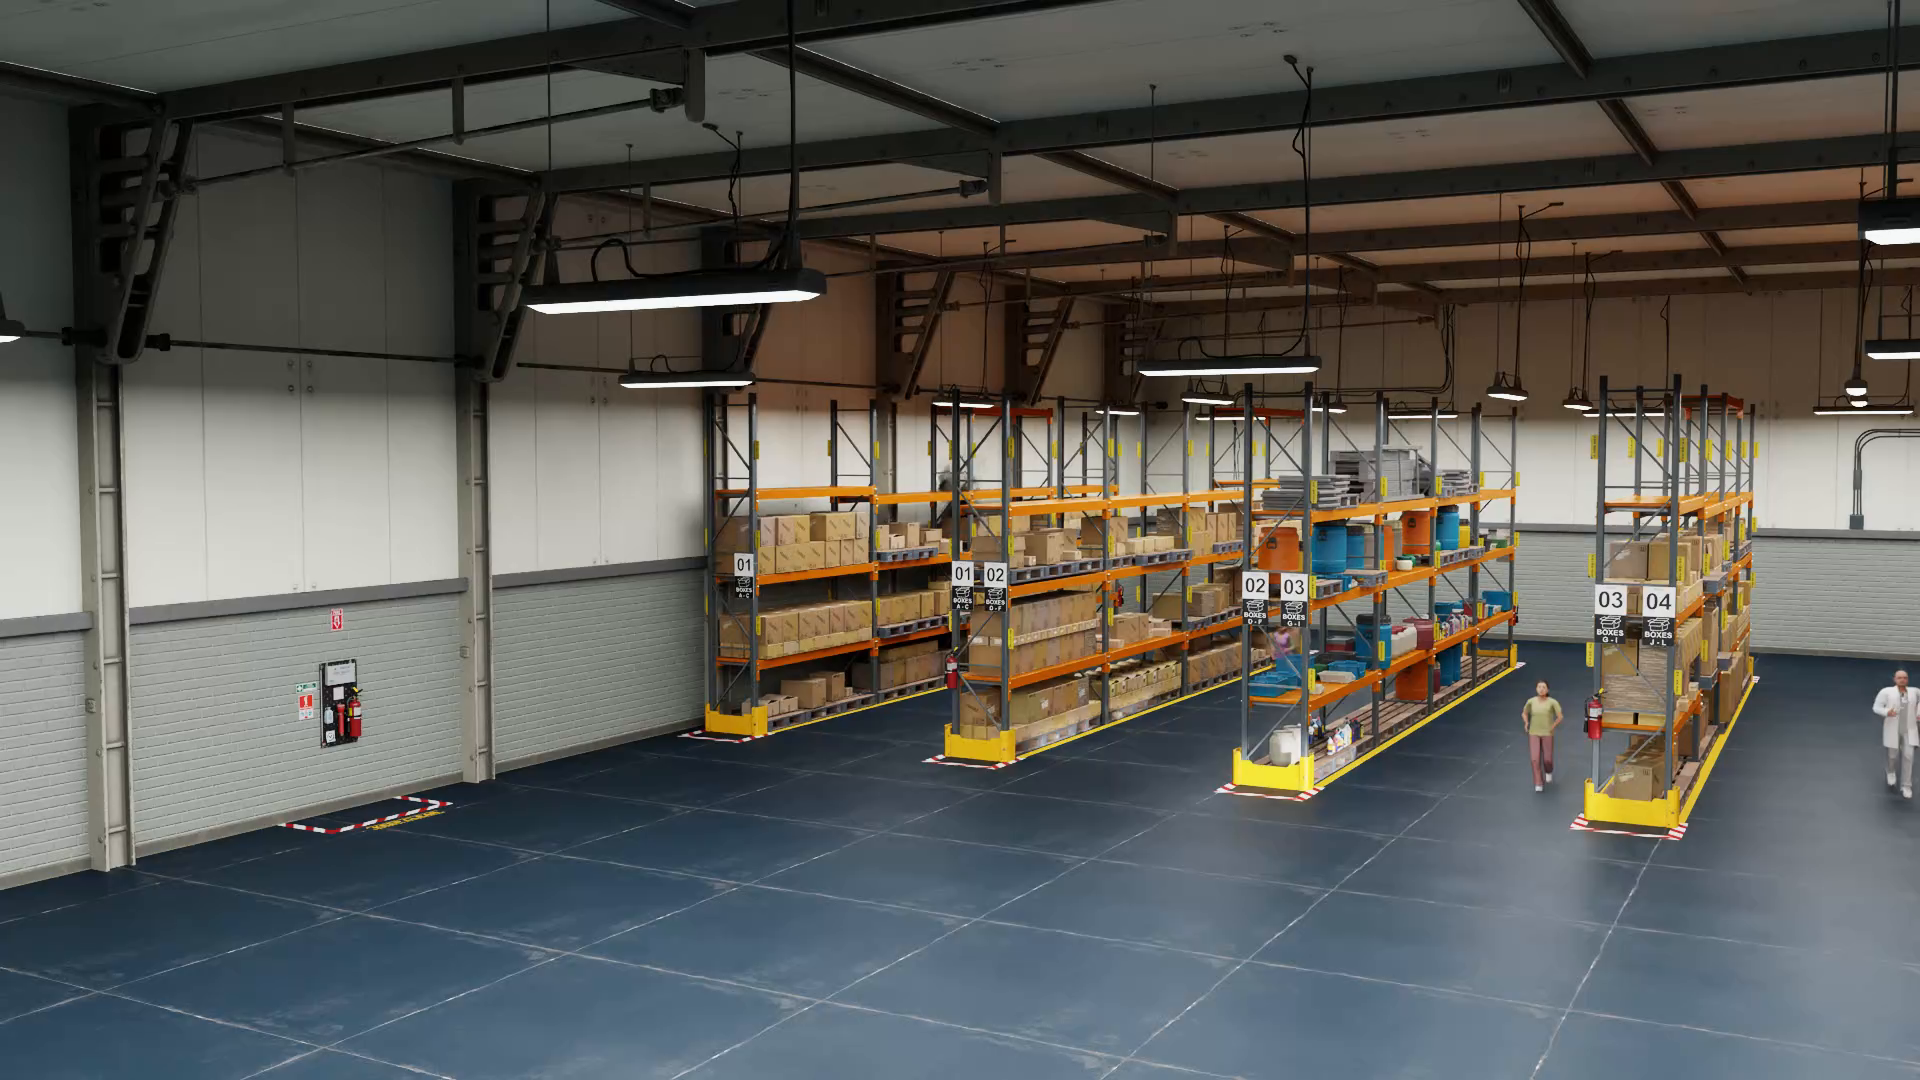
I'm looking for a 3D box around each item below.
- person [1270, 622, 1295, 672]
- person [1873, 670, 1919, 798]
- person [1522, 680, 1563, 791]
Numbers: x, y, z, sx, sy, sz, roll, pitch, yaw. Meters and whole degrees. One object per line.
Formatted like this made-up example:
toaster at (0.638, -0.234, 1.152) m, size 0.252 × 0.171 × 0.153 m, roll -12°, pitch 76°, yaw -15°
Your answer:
person at (6.379, 2.431, 32.981) m, size 0.535 × 1.628 × 0.655 m, roll 1°, pitch 3°, yaw 22°
person at (13.686, 2.784, 24.210) m, size 0.710 × 1.781 × 1.049 m, roll 1°, pitch 3°, yaw 20°
person at (8.565, 2.886, 24.499) m, size 0.580 × 1.575 × 0.609 m, roll 2°, pitch 3°, yaw 27°
